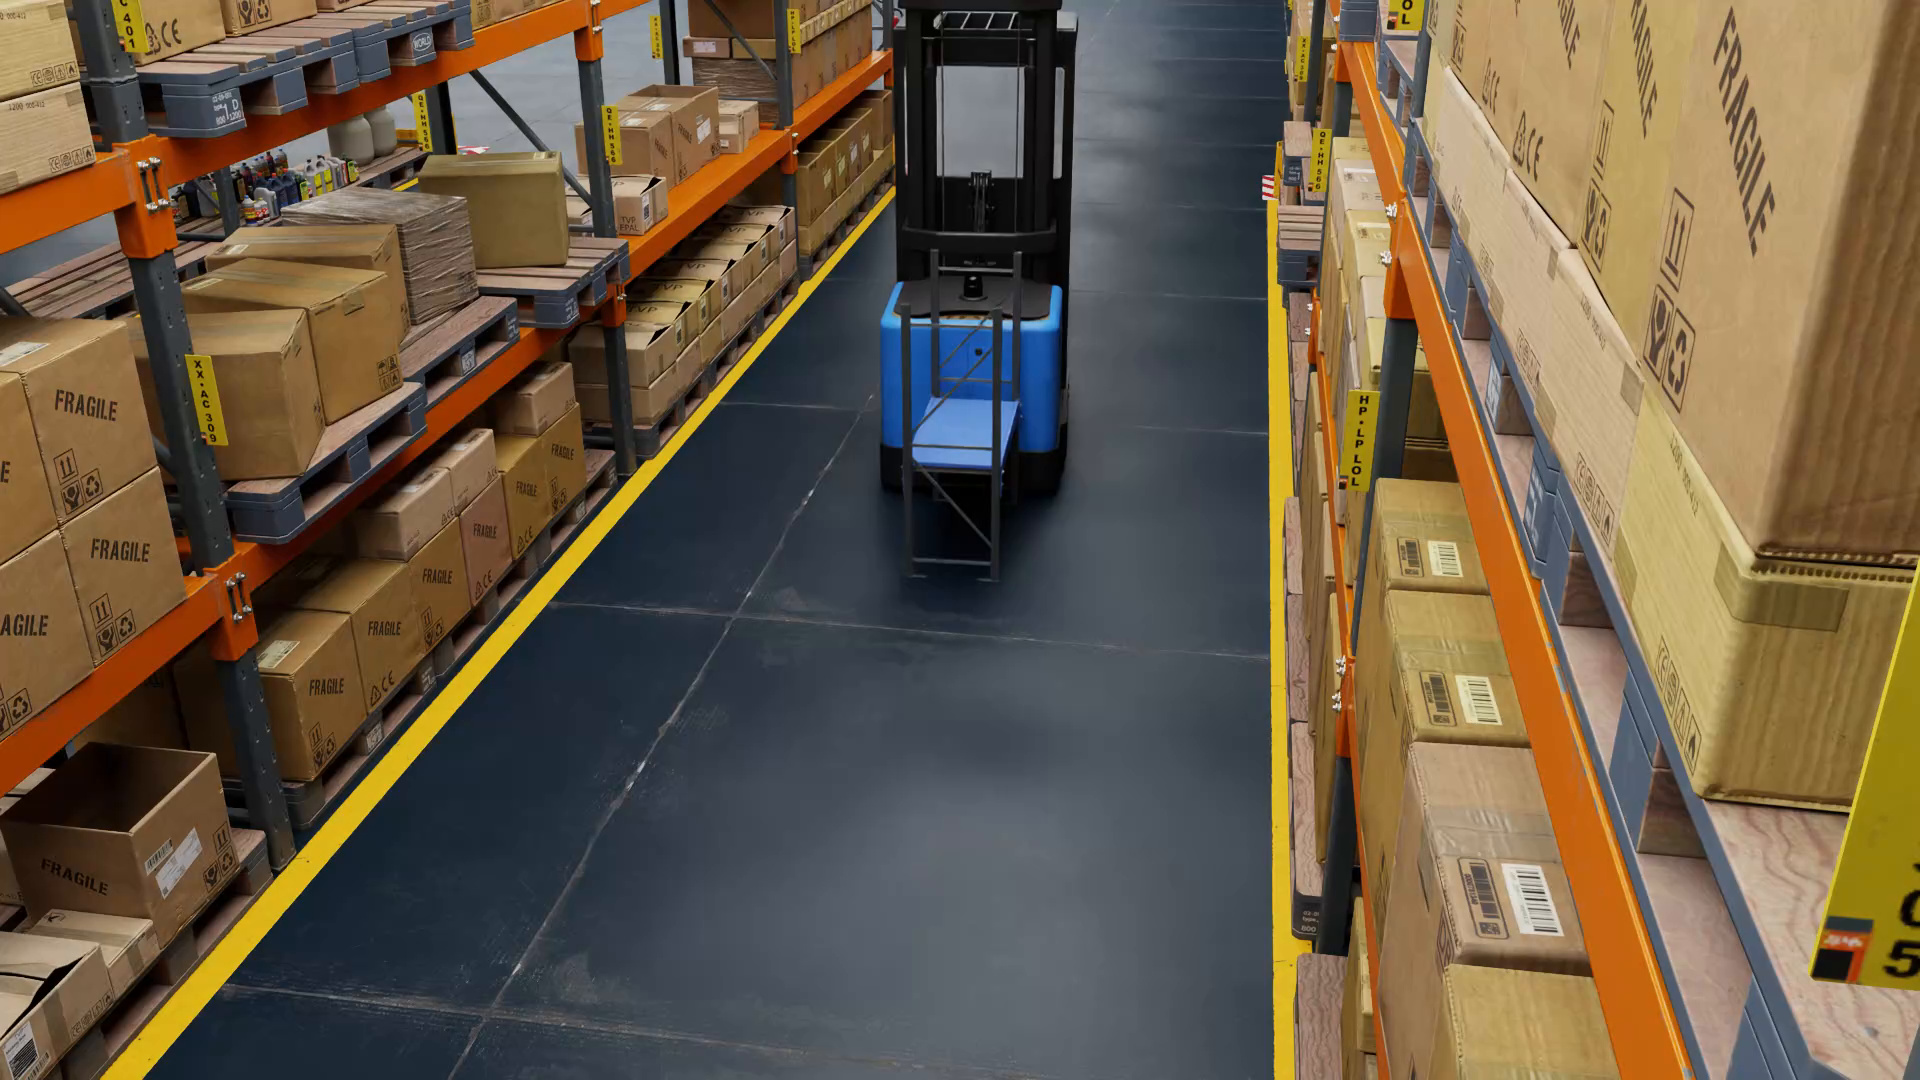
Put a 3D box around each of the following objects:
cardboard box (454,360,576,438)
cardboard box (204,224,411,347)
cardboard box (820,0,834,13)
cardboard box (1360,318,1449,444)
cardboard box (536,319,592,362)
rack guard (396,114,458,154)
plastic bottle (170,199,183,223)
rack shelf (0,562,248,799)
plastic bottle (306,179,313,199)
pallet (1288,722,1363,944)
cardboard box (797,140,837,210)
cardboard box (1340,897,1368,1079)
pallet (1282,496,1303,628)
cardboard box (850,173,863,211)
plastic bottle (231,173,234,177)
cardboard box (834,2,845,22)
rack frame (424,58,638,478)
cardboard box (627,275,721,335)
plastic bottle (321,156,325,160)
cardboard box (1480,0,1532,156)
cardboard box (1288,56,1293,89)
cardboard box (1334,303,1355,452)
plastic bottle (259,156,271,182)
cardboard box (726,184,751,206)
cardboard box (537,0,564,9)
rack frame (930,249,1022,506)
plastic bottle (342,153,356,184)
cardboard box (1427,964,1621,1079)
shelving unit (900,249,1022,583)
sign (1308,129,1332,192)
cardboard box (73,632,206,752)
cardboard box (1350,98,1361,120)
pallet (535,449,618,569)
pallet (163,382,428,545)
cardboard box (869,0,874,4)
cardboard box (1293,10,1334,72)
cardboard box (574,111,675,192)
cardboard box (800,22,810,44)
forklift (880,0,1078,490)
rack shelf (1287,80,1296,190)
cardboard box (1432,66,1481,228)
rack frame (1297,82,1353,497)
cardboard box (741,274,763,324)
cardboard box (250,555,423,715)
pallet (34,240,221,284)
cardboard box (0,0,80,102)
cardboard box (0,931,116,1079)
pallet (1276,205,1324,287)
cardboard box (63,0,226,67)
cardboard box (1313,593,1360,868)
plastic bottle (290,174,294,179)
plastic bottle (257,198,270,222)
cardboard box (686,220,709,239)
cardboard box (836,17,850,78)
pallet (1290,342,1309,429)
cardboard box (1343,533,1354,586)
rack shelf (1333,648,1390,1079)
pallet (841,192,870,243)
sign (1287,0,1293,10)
[{"bbox_3d":[-2.400,-0.769,8.900,0.500,0.250,0.500,5,26,11],"label":"cardboard box"},{"bbox_3d":[-2.900,-1.100,7.447,0.700,0.500,0.500,-2,25,-5],"label":"cardboard box"},{"bbox_3d":[-1.508,-4.915,14.565,0.700,0.500,0.500,4,25,9],"label":"cardboard box"},{"bbox_3d":[1.584,-0.521,5.448,0.500,0.250,0.500,5,25,10],"label":"cardboard box"},{"bbox_3d":[-2.631,-1.229,10.424,0.500,0.311,0.500,5,25,10],"label":"cardboard box"},{"bbox_3d":[-6.019,-4.317,17.884,1.175,0.500,0.348,4,25,9],"label":"rack guard"},{"bbox_3d":[-6.954,-2.917,14.725,0.097,0.201,0.097,0,25,0],"label":"plastic bottle"},{"bbox_3d":[-3.454,1.041,4.335,1.077,0.370,4.000,4,25,9],"label":"rack shelf"},{"bbox_3d":[-6.065,-3.248,15.433,0.097,0.201,0.097,0,25,0],"label":"plastic bottle"},{"bbox_3d":[1.812,1.156,6.532,1.003,0.211,1.213,4,25,9],"label":"pallet"},{"bbox_3d":[-1.362,-3.133,14.269,0.500,0.500,0.500,4,25,9],"label":"cardboard box"},{"bbox_3d":[1.537,1.468,5.028,0.700,0.500,0.500,4,25,9],"label":"cardboard box"},{"bbox_3d":[2.211,0.135,8.712,1.003,0.211,1.213,4,25,9],"label":"pallet"},{"bbox_3d":[-1.196,-3.212,15.321,0.500,0.250,0.500,4,25,9],"label":"cardboard box"},{"bbox_3d":[-6.801,-3.316,15.401,0.144,0.351,0.185,4,25,8],"label":"plastic bottle"},{"bbox_3d":[-1.251,-4.764,15.007,0.380,0.149,0.250,5,25,10],"label":"cardboard box"},{"bbox_3d":[-2.474,-1.794,9.544,1.000,3.000,0.127,4,25,9],"label":"rack frame"},{"bbox_3d":[-1.935,-1.625,11.270,0.500,0.311,0.500,3,25,7],"label":"cardboard box"},{"bbox_3d":[-6.094,-3.559,15.999,0.061,0.283,0.133,4,25,9],"label":"plastic bottle"},{"bbox_3d":[1.214,-0.944,2.869,0.500,0.500,0.500,4,25,9],"label":"cardboard box"},{"bbox_3d":[3.168,-4.126,14.680,0.500,0.250,0.500,4,25,8],"label":"cardboard box"},{"bbox_3d":[1.751,-0.602,6.506,0.500,0.500,0.500,4,25,9],"label":"cardboard box"},{"bbox_3d":[-6.712,-3.568,16.034,0.097,0.271,0.097,0,25,0],"label":"plastic bottle"},{"bbox_3d":[-1.867,-3.169,14.345,0.500,0.500,0.500,4,25,9],"label":"cardboard box"},{"bbox_3d":[-2.512,-3.013,8.492,0.910,0.500,0.500,4,25,9],"label":"cardboard box"},{"bbox_3d":[0.087,-0.899,9.400,0.500,1.500,0.032,3,25,7],"label":"rack frame"},{"bbox_3d":[-5.921,-3.605,16.098,0.061,0.283,0.133,5,25,10],"label":"plastic bottle"},{"bbox_3d":[1.288,1.239,2.711,0.980,0.700,0.700,4,25,8],"label":"cardboard box"},{"bbox_3d":[0.023,-0.685,8.944,0.538,1.500,1.048,3,25,7],"label":"shelving unit"},{"bbox_3d":[1.877,-1.974,8.657,0.100,0.325,0.005,4,25,9],"label":"sign"},{"bbox_3d":[-3.330,0.586,6.890,0.500,0.500,0.500,4,25,8],"label":"cardboard box"},{"bbox_3d":[2.662,-2.417,10.238,0.700,0.500,0.500,4,25,9],"label":"cardboard box"},{"bbox_3d":[-2.633,-0.221,9.474,1.003,0.211,1.213,4,25,9],"label":"pallet"},{"bbox_3d":[-2.889,-0.361,6.709,1.003,0.211,1.213,4,25,9],"label":"pallet"},{"bbox_3d":[-1.041,-5.306,16.164,0.380,0.149,0.250,4,25,8],"label":"cardboard box"},{"bbox_3d":[3.009,-4.044,13.620,0.500,0.500,0.500,3,25,7],"label":"cardboard box"},{"bbox_3d":[-2.216,-2.542,11.025,0.500,0.500,0.500,3,25,6],"label":"cardboard box"},{"bbox_3d":[-1.462,-4.228,13.860,0.380,0.149,0.250,4,25,8],"label":"cardboard box"},{"bbox_3d":[0.165,-2.207,10.507,1.130,2.935,3.031,2,25,4],"label":"forklift"},{"bbox_3d":[3.394,-3.636,14.328,1.077,0.370,4.000,4,25,9],"label":"rack shelf"},{"bbox_3d":[1.290,-0.822,3.494,0.500,0.250,0.500,3,25,7],"label":"cardboard box"},{"bbox_3d":[2.414,-1.452,8.814,1.000,3.000,0.127,4,25,9],"label":"rack frame"},{"bbox_3d":[-1.770,-1.793,12.290,0.500,0.250,0.500,5,25,10],"label":"cardboard box"},{"bbox_3d":[-2.732,0.403,7.281,0.500,0.500,0.500,4,25,9],"label":"cardboard box"},{"bbox_3d":[-6.796,-2.217,13.738,1.003,0.211,1.213,4,25,9],"label":"pallet"},{"bbox_3d":[-2.939,-1.416,4.785,0.500,0.250,0.500,4,25,9],"label":"cardboard box"},{"bbox_3d":[-3.063,1.469,5.226,0.500,0.311,0.500,4,25,9],"label":"cardboard box"},{"bbox_3d":[2.425,-1.671,9.507,1.213,0.211,1.003,4,25,9],"label":"pallet"},{"bbox_3d":[-2.973,-1.966,5.642,0.600,0.600,0.600,2,25,4],"label":"cardboard box"},{"bbox_3d":[1.738,0.723,6.207,0.750,0.750,0.750,4,25,9],"label":"cardboard box"},{"bbox_3d":[-6.147,-3.227,15.305,0.097,0.271,0.097,0,25,0],"label":"plastic bottle"},{"bbox_3d":[-6.189,-2.931,14.756,0.097,0.201,0.097,0,25,0],"label":"plastic bottle"},{"bbox_3d":[-2.220,-2.301,12.714,0.500,0.311,0.500,4,25,8],"label":"cardboard box"},{"bbox_3d":[-1.423,-4.563,15.343,0.700,0.500,0.500,4,25,9],"label":"cardboard box"},{"bbox_3d":[2.745,-1.025,11.190,1.003,0.211,1.213,4,25,9],"label":"pallet"},{"bbox_3d":[1.554,0.057,5.862,0.380,0.149,0.250,4,25,9],"label":"cardboard box"},{"bbox_3d":[1.433,1.383,3.606,1.077,0.370,4.000,4,25,9],"label":"rack shelf"},{"bbox_3d":[-1.452,-3.045,15.507,1.003,0.211,1.213,4,25,9],"label":"pallet"},{"bbox_3d":[3.186,-5.228,15.859,0.100,0.325,0.005,4,25,9],"label":"sign"}]
